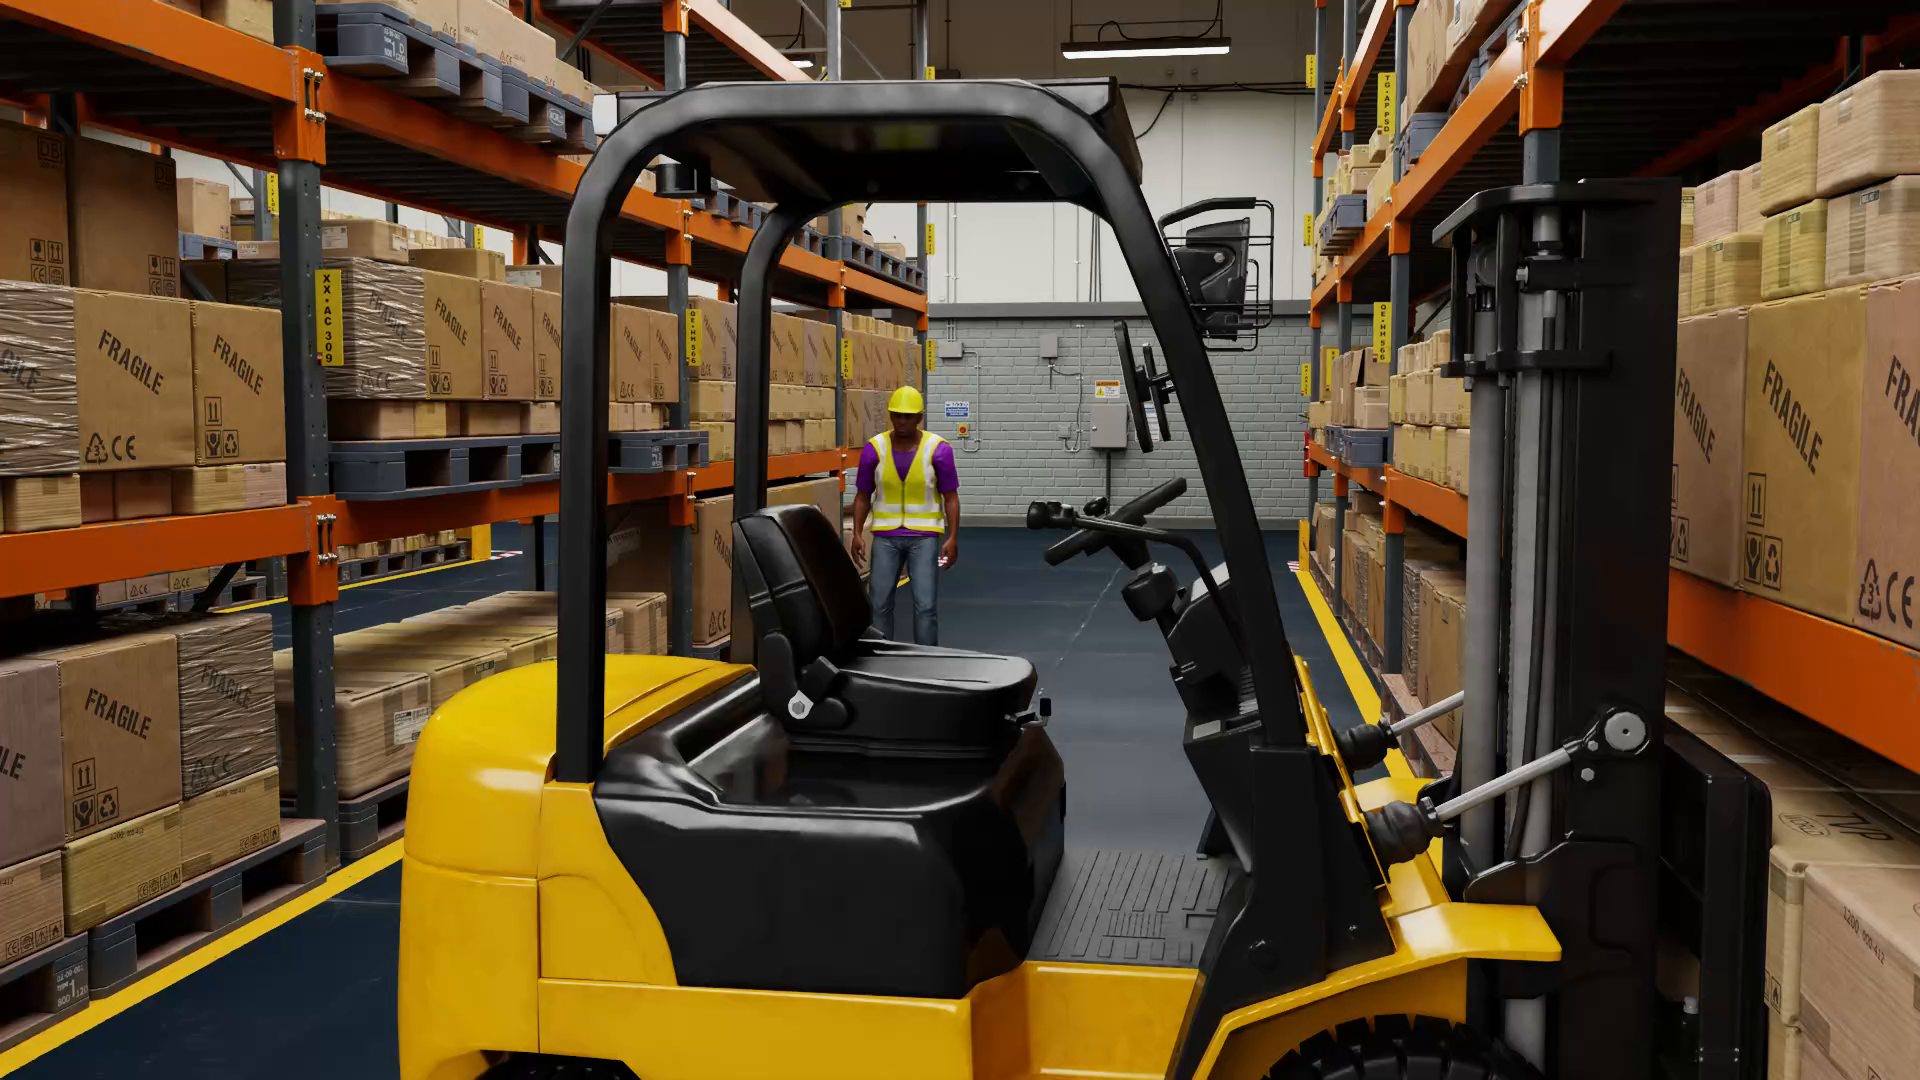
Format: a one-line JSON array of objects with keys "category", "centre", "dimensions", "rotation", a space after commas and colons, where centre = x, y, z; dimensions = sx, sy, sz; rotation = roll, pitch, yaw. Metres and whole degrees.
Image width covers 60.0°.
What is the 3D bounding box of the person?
[{"category": "person", "centre": [-0.317, -0.003, 9.565], "dimensions": [0.627, 1.761, 0.460], "rotation": [1, 4, 8]}]
